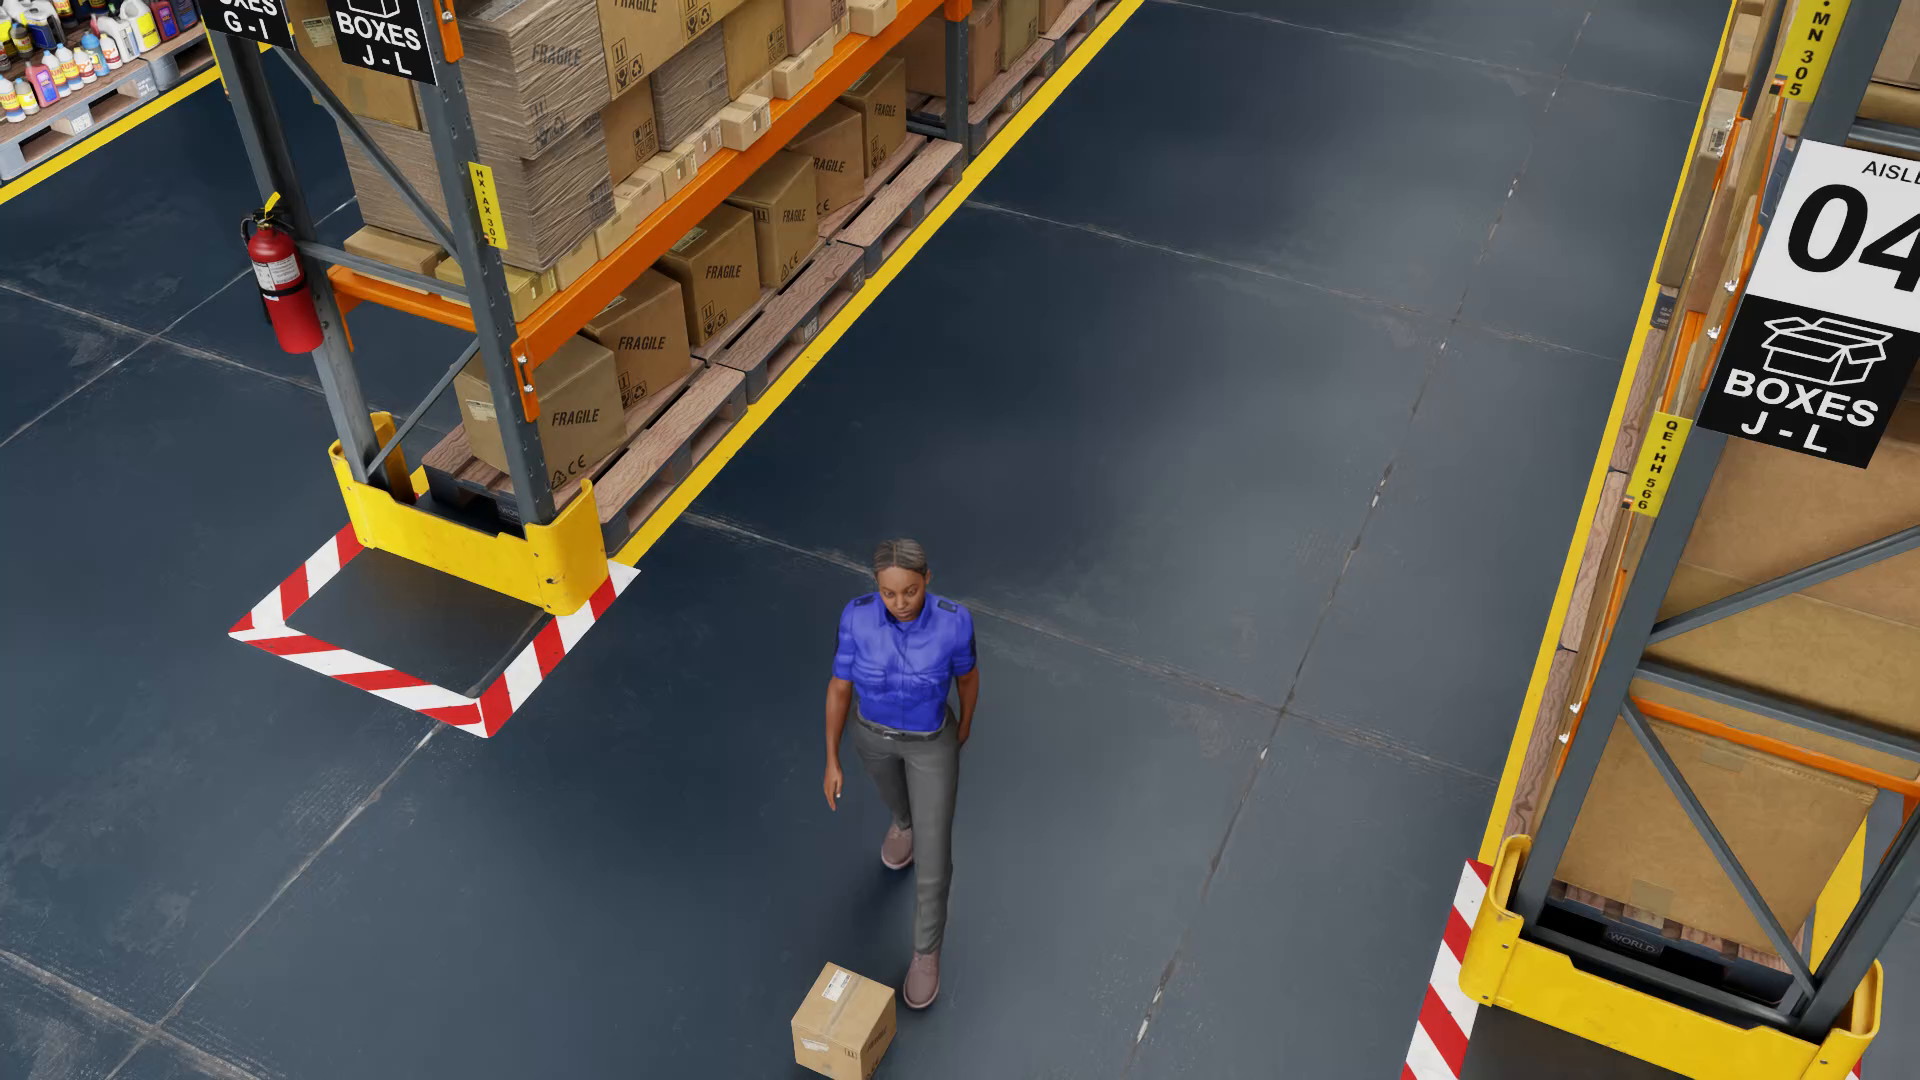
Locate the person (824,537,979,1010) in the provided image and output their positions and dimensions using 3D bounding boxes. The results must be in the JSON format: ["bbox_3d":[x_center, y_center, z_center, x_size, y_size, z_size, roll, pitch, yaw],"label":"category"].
[{"bbox_3d":[-0.203,0.693,5.376,0.458,1.622,0.839,8,43,9],"label":"person"}]
